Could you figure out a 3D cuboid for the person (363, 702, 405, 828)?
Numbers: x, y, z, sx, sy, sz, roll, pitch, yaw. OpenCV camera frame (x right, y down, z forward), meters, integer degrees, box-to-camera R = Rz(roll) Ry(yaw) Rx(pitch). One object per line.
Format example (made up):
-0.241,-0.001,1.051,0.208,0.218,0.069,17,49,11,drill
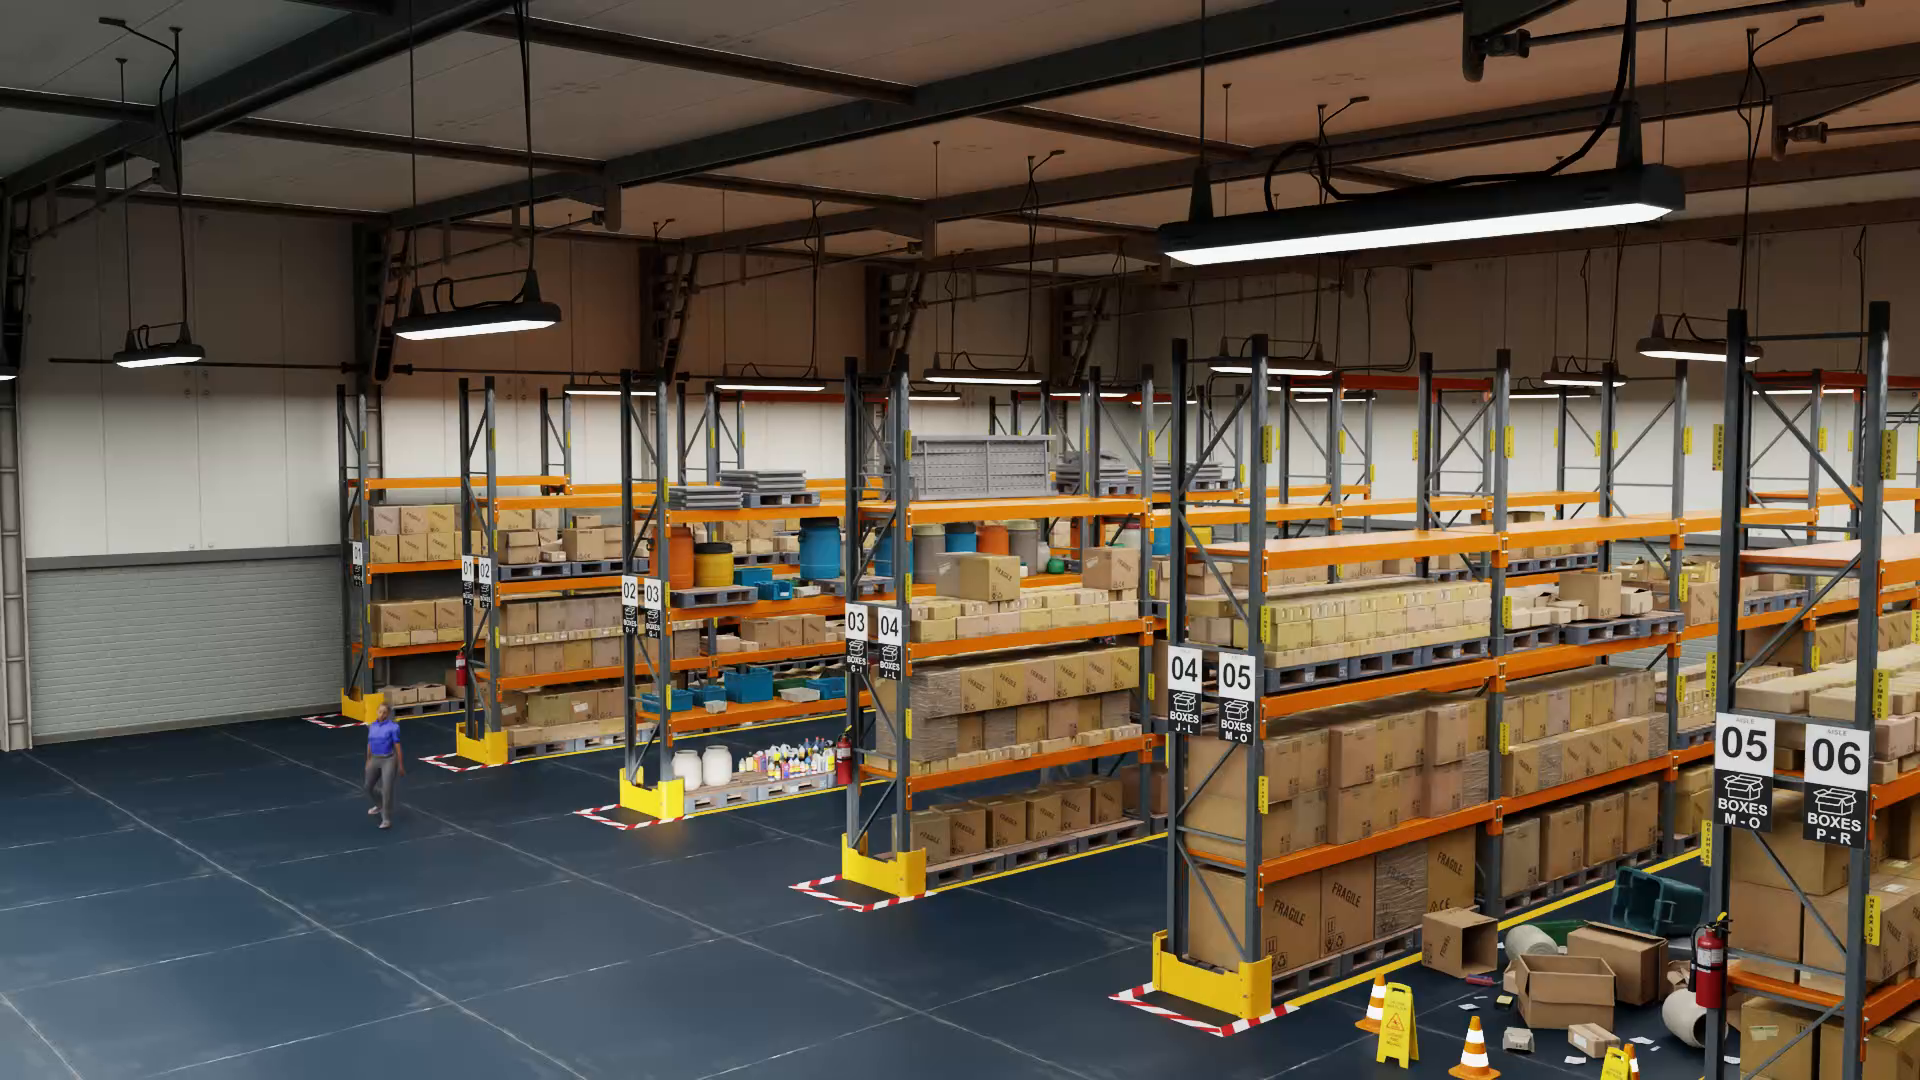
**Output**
-7.599,2.914,21.838,0.710,1.627,0.637,1,4,15,person

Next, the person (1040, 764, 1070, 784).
1.242,2.841,22.986,0.746,1.657,0.648,-1,4,-8,person
